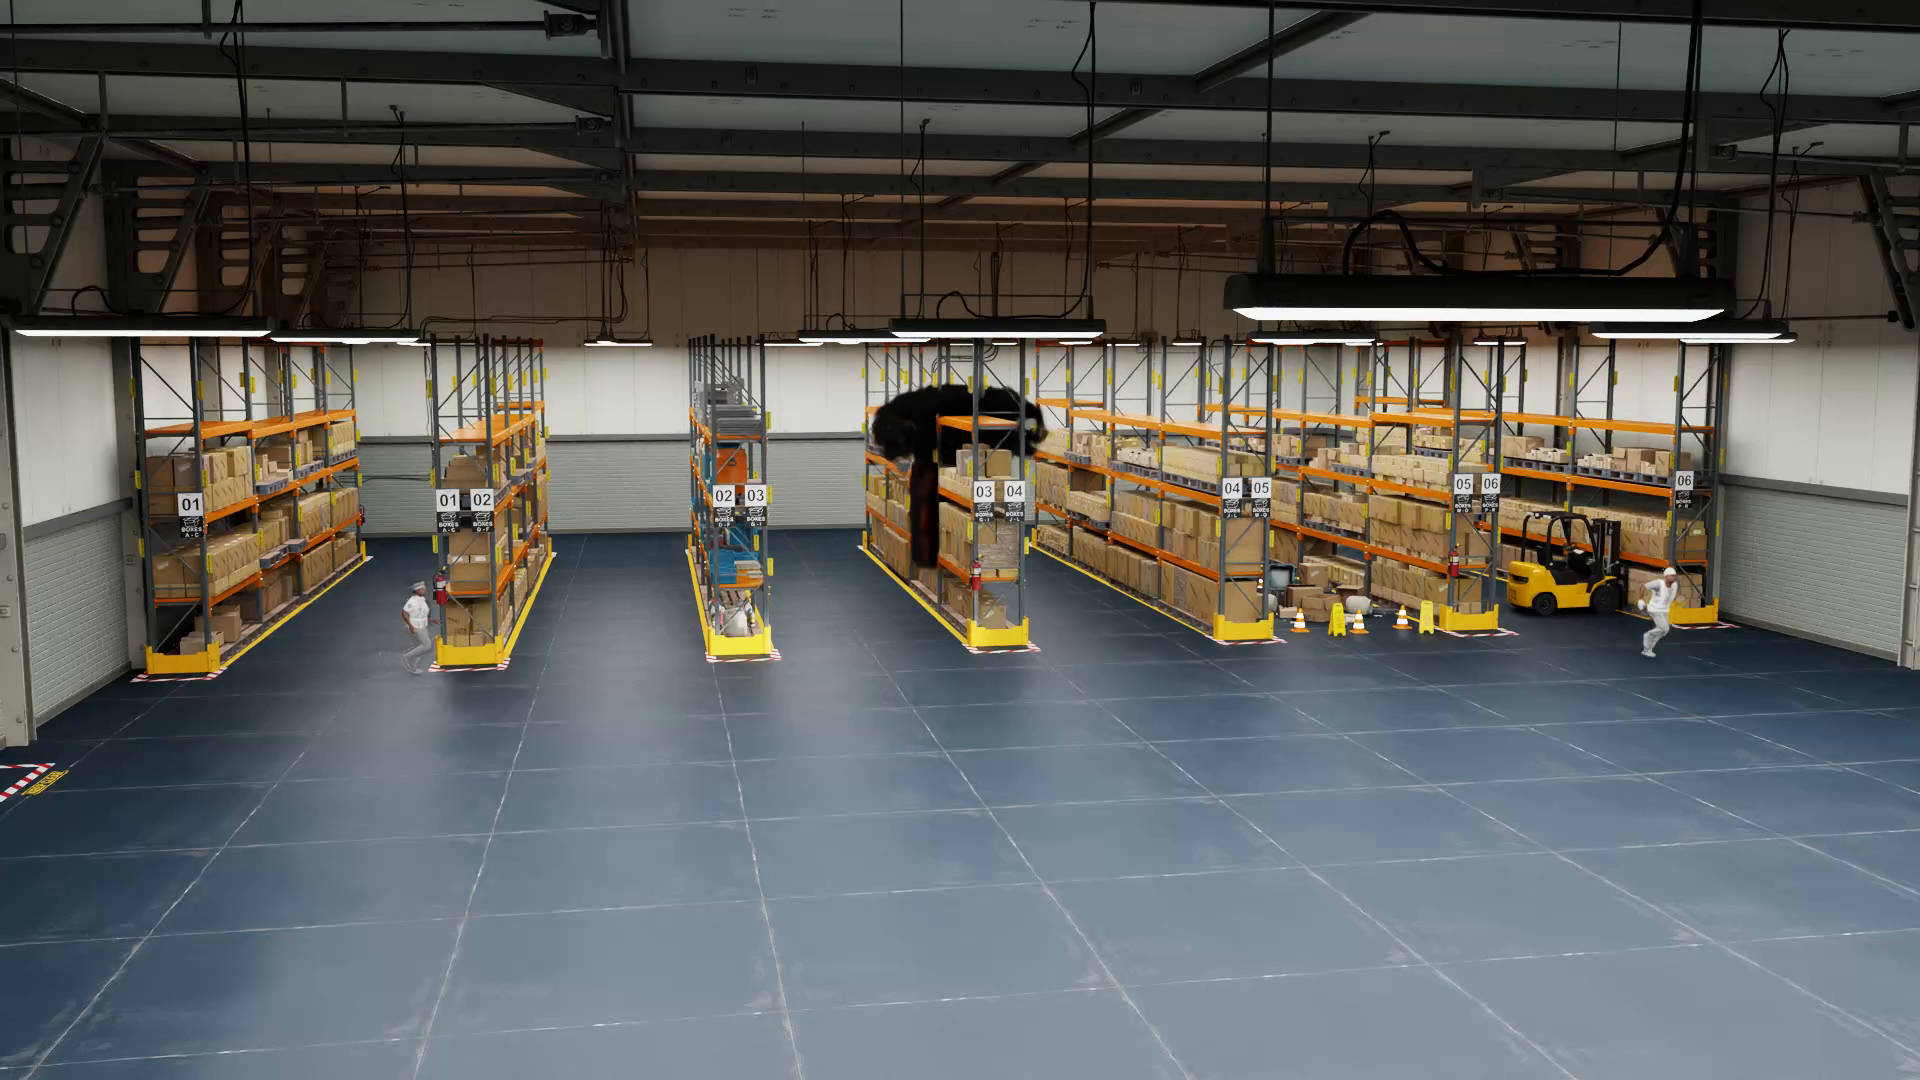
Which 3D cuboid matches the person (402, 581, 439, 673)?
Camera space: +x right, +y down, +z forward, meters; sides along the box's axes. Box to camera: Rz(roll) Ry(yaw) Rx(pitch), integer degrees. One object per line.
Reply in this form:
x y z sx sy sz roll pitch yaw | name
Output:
-9.539 1.543 29.442 0.589 1.650 0.561 1 7 5 | person

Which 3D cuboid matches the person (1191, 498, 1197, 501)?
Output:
5.995 -0.304 42.607 0.715 1.774 0.596 -2 7 -16 | person

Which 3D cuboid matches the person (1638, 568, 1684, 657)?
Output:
13.036 1.348 30.859 0.667 1.697 0.750 -4 8 -30 | person

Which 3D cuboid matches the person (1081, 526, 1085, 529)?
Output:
3.755 -0.668 49.396 0.838 1.465 0.601 6 9 43 | person
